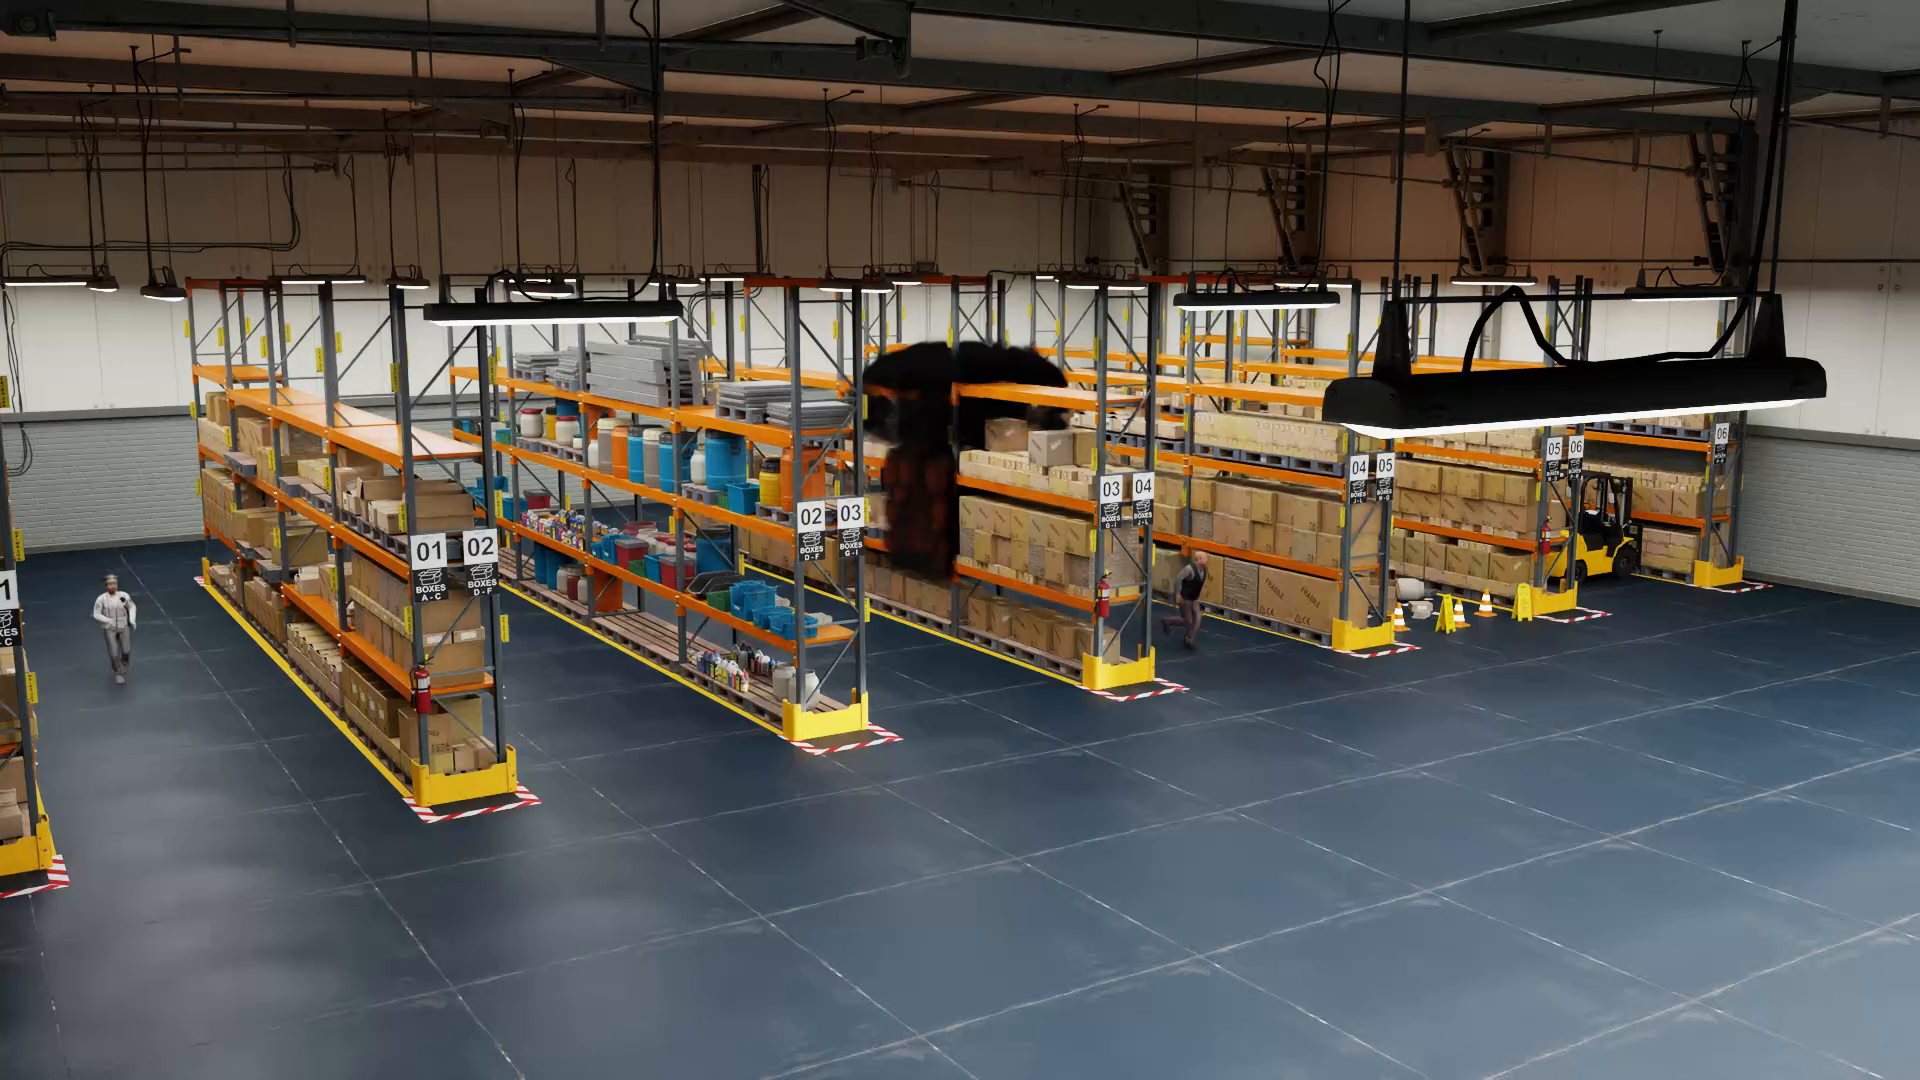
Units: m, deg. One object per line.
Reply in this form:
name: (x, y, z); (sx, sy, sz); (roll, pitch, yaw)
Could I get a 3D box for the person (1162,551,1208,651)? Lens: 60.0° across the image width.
person: (3.714, 0.972, 27.402); (0.815, 1.664, 0.656); (7, 12, 35)

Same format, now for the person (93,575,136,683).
person: (-12.716, 1.338, 25.090); (0.604, 1.659, 0.538); (-6, 12, -34)

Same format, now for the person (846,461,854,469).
person: (-2.757, -1.068, 39.362); (0.687, 1.730, 1.030); (-8, 12, -40)
